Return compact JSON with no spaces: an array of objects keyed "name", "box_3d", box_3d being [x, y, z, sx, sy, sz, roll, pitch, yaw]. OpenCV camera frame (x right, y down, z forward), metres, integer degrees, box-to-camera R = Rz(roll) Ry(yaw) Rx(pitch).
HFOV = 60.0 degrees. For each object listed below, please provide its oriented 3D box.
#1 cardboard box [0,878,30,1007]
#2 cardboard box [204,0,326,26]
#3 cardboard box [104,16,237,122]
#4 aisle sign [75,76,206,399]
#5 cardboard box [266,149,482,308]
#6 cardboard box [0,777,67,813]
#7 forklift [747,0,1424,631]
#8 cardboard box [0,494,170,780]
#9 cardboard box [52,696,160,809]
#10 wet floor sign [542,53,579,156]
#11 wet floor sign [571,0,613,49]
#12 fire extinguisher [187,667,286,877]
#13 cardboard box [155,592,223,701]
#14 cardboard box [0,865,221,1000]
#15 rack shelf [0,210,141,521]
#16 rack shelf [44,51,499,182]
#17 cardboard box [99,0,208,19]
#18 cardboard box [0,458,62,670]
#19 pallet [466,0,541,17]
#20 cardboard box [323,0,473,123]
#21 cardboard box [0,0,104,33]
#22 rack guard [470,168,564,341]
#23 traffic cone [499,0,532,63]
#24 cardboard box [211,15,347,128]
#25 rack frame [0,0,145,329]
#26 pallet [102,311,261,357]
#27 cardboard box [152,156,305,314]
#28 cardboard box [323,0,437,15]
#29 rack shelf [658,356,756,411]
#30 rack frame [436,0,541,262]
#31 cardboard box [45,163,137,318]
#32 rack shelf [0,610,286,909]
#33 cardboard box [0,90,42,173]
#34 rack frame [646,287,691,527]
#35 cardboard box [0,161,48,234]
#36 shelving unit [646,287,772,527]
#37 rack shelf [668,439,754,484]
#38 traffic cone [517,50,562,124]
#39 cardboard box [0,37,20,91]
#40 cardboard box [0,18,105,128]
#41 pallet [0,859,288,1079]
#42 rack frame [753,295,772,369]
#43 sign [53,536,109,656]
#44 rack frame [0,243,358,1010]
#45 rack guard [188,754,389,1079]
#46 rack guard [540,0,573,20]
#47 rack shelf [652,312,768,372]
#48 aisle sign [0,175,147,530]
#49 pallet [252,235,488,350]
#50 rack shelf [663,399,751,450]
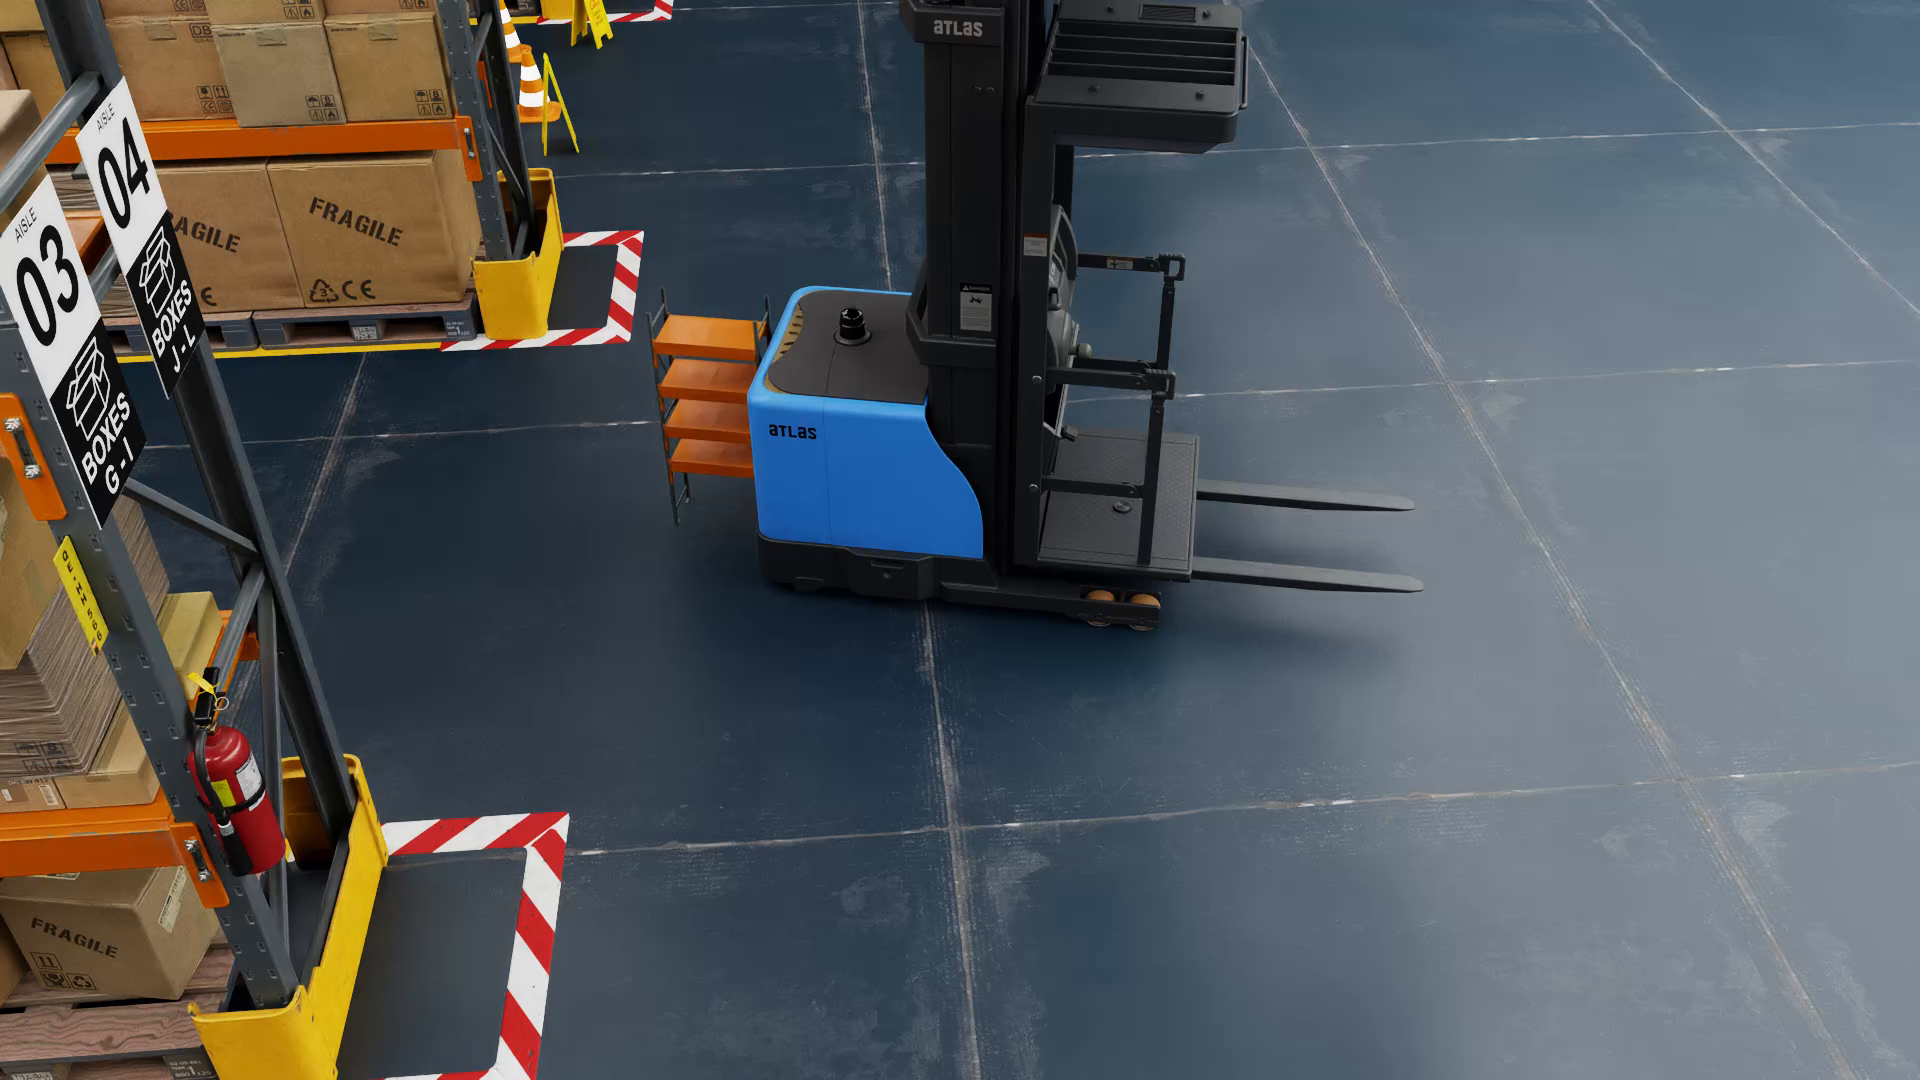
[{"name":"cardboard box","box_3d":[-3.502,1.276,5.712,0.500,0.500,0.500,6,39,8]},{"name":"cardboard box","box_3d":[-3.538,-3.083,8.565,0.550,0.550,0.875,-3,38,-4]},{"name":"cardboard box","box_3d":[-4.106,-2.698,8.948,0.550,0.550,0.875,-3,38,-4]},{"name":"aisle sign","box_3d":[-2.251,-0.827,4.600,0.004,0.787,0.394,-3,38,-4]},{"name":"cardboard box","box_3d":[-3.295,-1.937,9.481,0.875,0.875,0.875,-3,38,-4]},{"name":"cardboard box","box_3d":[-2.801,0.637,5.046,0.250,0.149,0.380,-3,38,-4]},{"name":"forklift","box_3d":[0.624,-1.094,7.092,3.031,2.935,1.130,5,39,7]},{"name":"cardboard box","box_3d":[-2.837,0.239,5.027,0.500,0.500,0.875,-3,38,-4]},{"name":"cardboard box","box_3d":[-2.552,0.623,5.063,0.250,0.149,0.380,-3,38,-4]},{"name":"wet floor sign","box_3d":[-2.772,-2.983,11.332,0.232,0.644,0.267,-9,39,-12]},{"name":"wet floor sign","box_3d":[-2.880,-4.159,12.822,0.232,0.644,0.267,9,39,12]},{"name":"fire extinguisher","box_3d":[-2.132,0.690,4.838,0.183,0.674,0.296,-3,38,-4]},{"name":"cardboard box","box_3d":[-2.592,0.349,5.411,0.250,0.149,0.380,-3,38,-4]},{"name":"cardboard box","box_3d":[-2.910,1.222,5.780,0.500,0.500,0.500,4,38,4]},{"name":"rack shelf","box_3d":[-4.279,-0.404,4.321,4.000,0.370,1.077,-3,38,-4]},{"name":"rack shelf","box_3d":[-4.617,-2.292,9.136,4.000,0.370,1.077,-3,38,-4]},{"name":"cardboard box","box_3d":[-4.108,-3.136,8.633,0.550,0.550,0.875,-3,38,-4]},{"name":"cardboard box","box_3d":[-2.813,0.016,4.502,0.500,0.500,0.500,-3,38,-4]},{"name":"pallet","box_3d":[-4.052,-4.611,13.746,1.213,0.211,1.003,-3,38,-4]},{"name":"cardboard box","box_3d":[-2.991,-2.695,8.944,0.550,0.550,0.875,-3,38,-4]},{"name":"cardboard box","box_3d":[-4.624,-3.027,8.494,0.500,0.550,0.875,-3,38,-4]},{"name":"rack guard","box_3d":[-2.601,-1.704,9.828,0.348,0.500,1.175,-3,38,-4]},{"name":"traffic cone","box_3d":[-3.478,-3.917,12.663,0.334,0.463,0.336,-3,38,-4]},{"name":"cardboard box","box_3d":[-3.537,-2.651,8.889,0.550,0.550,0.875,-3,38,-4]},{"name":"rack frame","box_3d":[-2.287,-1.973,3.308,0.127,3.000,1.000,-3,38,-4]},{"name":"pallet","box_3d":[-4.627,-1.432,9.717,1.213,0.211,1.003,-3,38,-4]},{"name":"cardboard box","box_3d":[-4.171,-1.887,9.419,0.875,0.875,0.875,-4,38,-5]},{"name":"cardboard box","box_3d":[-2.998,-3.170,8.676,0.550,0.550,0.875,-3,38,-4]},{"name":"rack shelf","box_3d":[-1.134,-0.712,7.753,0.480,0.148,0.258,5,39,7]},{"name":"rack frame","box_3d":[-2.625,-2.684,9.052,0.127,3.000,1.000,-3,38,-4]},{"name":"cardboard box","box_3d":[-5.079,-1.838,9.357,0.875,0.875,0.875,-3,38,-4]},{"name":"rack shelf","box_3d":[-4.279,0.774,5.250,4.000,0.370,1.077,-3,38,-4]},{"name":"cardboard box","box_3d":[-2.581,-1.021,4.322,0.250,0.149,0.380,-3,38,-4]},{"name":"rack frame","box_3d":[-1.376,-0.611,7.878,0.015,1.200,0.240,5,39,7]},{"name":"cardboard box","box_3d":[-2.789,-0.870,4.453,0.500,0.250,0.500,-2,38,-3]},{"name":"shelving unit","box_3d":[-1.134,-0.589,7.850,0.503,1.200,0.258,5,39,7]},{"name":"rack shelf","box_3d":[-1.134,-0.380,8.014,0.480,0.148,0.258,5,39,7]},{"name":"traffic cone","box_3d":[-3.041,-3.251,11.819,0.334,0.463,0.336,-3,38,-4]},{"name":"cardboard box","box_3d":[-5.149,-2.552,8.764,0.550,0.550,0.875,-3,38,-4]},{"name":"cardboard box","box_3d":[-4.630,-2.643,8.879,0.500,0.550,0.875,-3,38,-4]},{"name":"pallet","box_3d":[-3.175,1.503,5.996,1.213,0.211,1.003,-3,38,-4]},{"name":"rack frame","box_3d":[-0.893,-0.567,7.822,0.015,1.200,0.240,5,39,7]},{"name":"sign","box_3d":[-2.257,0.147,4.275,0.005,0.325,0.100,-3,38,-4]},{"name":"rack frame","box_3d":[-2.287,0.382,5.167,0.127,3.000,1.000,-3,38,-4]},{"name":"rack guard","box_3d":[-2.362,1.367,5.936,0.348,0.500,1.175,-3,38,-4]},{"name":"rack guard","box_3d":[-3.240,-4.747,13.685,0.348,0.500,1.175,-3,38,-4]},{"name":"rack shelf","box_3d":[-1.134,-0.897,7.606,0.480,0.148,0.258,5,39,7]},{"name":"aisle sign","box_3d":[-2.198,-0.457,4.131,0.004,0.787,0.394,-3,38,-4]},{"name":"pallet","box_3d":[-3.415,-1.497,9.799,1.213,0.211,1.003,-3,38,-4]},{"name":"rack shelf","box_3d":[-1.134,-0.536,7.891,0.480,0.148,0.258,5,39,7]}]
